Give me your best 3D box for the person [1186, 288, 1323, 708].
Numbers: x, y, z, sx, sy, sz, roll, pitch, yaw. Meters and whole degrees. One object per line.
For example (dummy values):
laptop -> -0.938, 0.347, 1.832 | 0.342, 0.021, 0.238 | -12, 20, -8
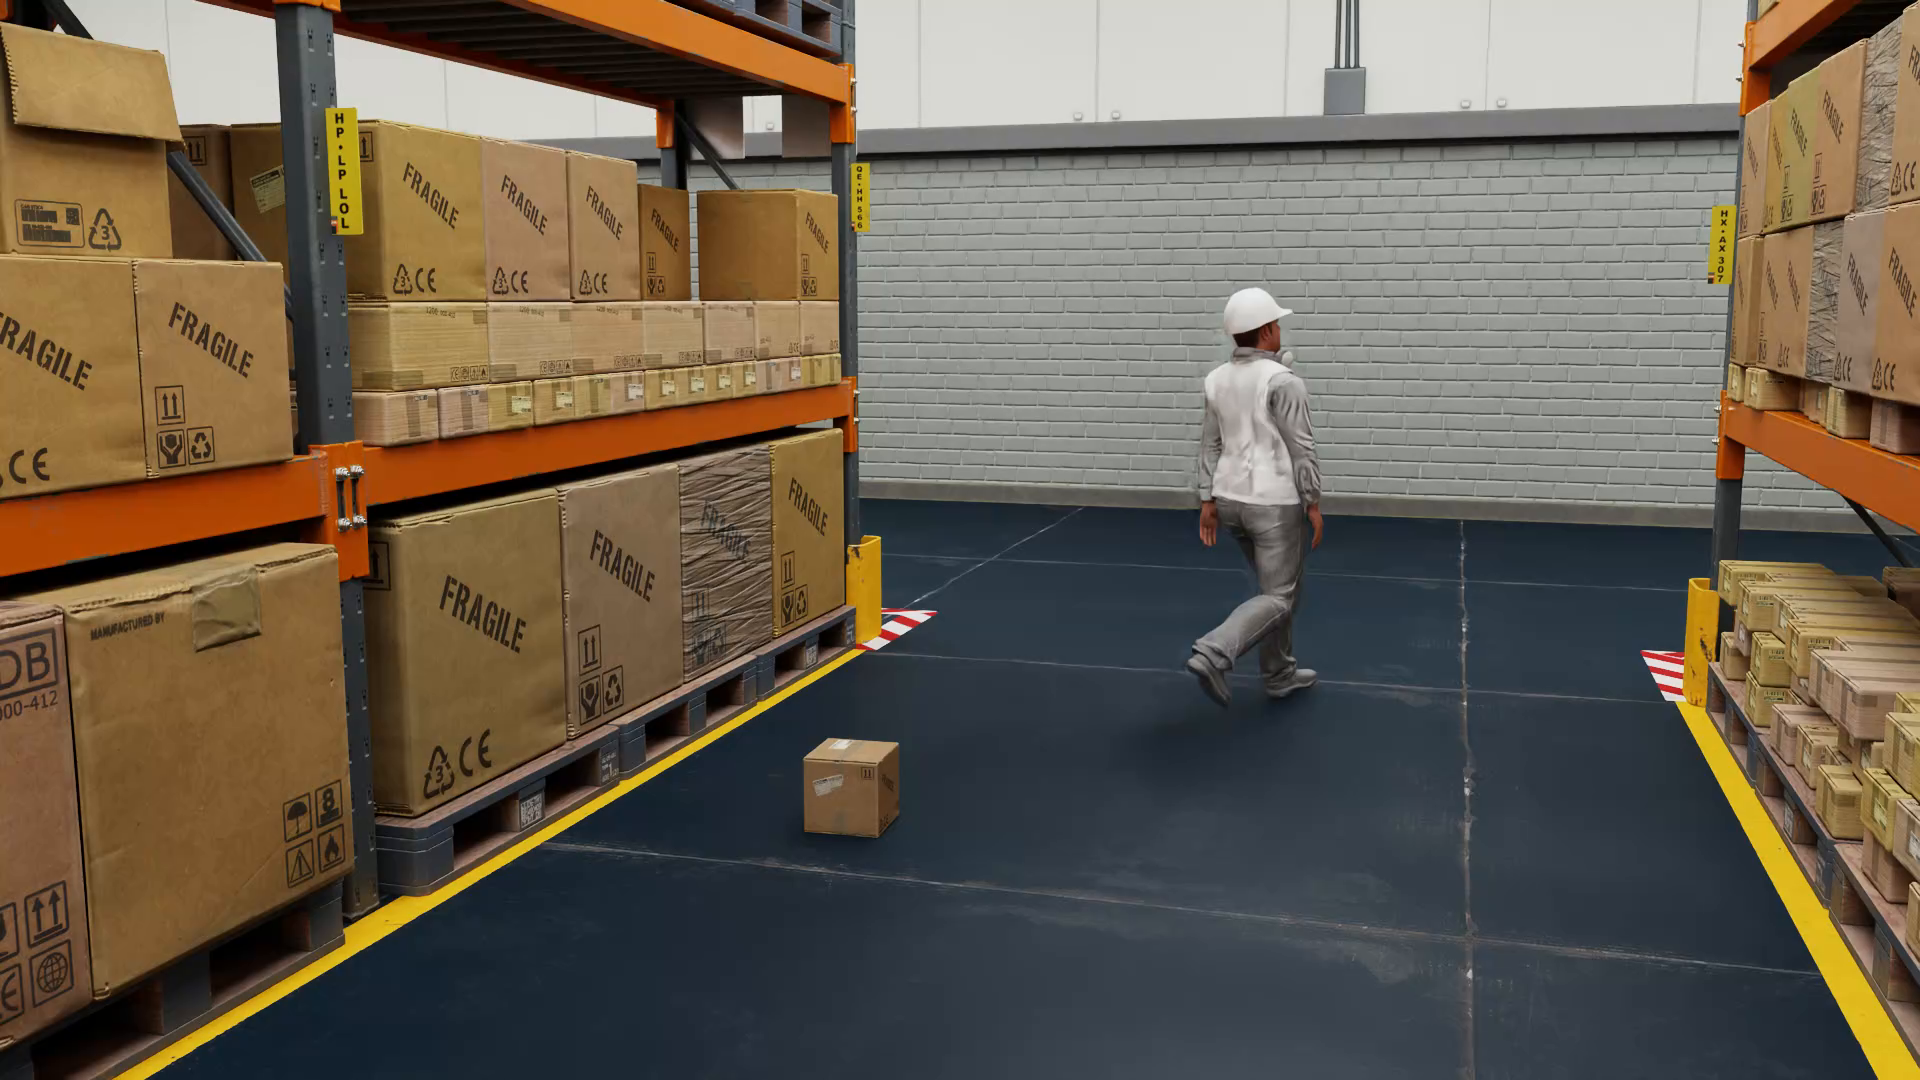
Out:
person -> 1.236, -0.164, 6.870 | 0.898, 1.735, 0.550 | -5, 10, -33
